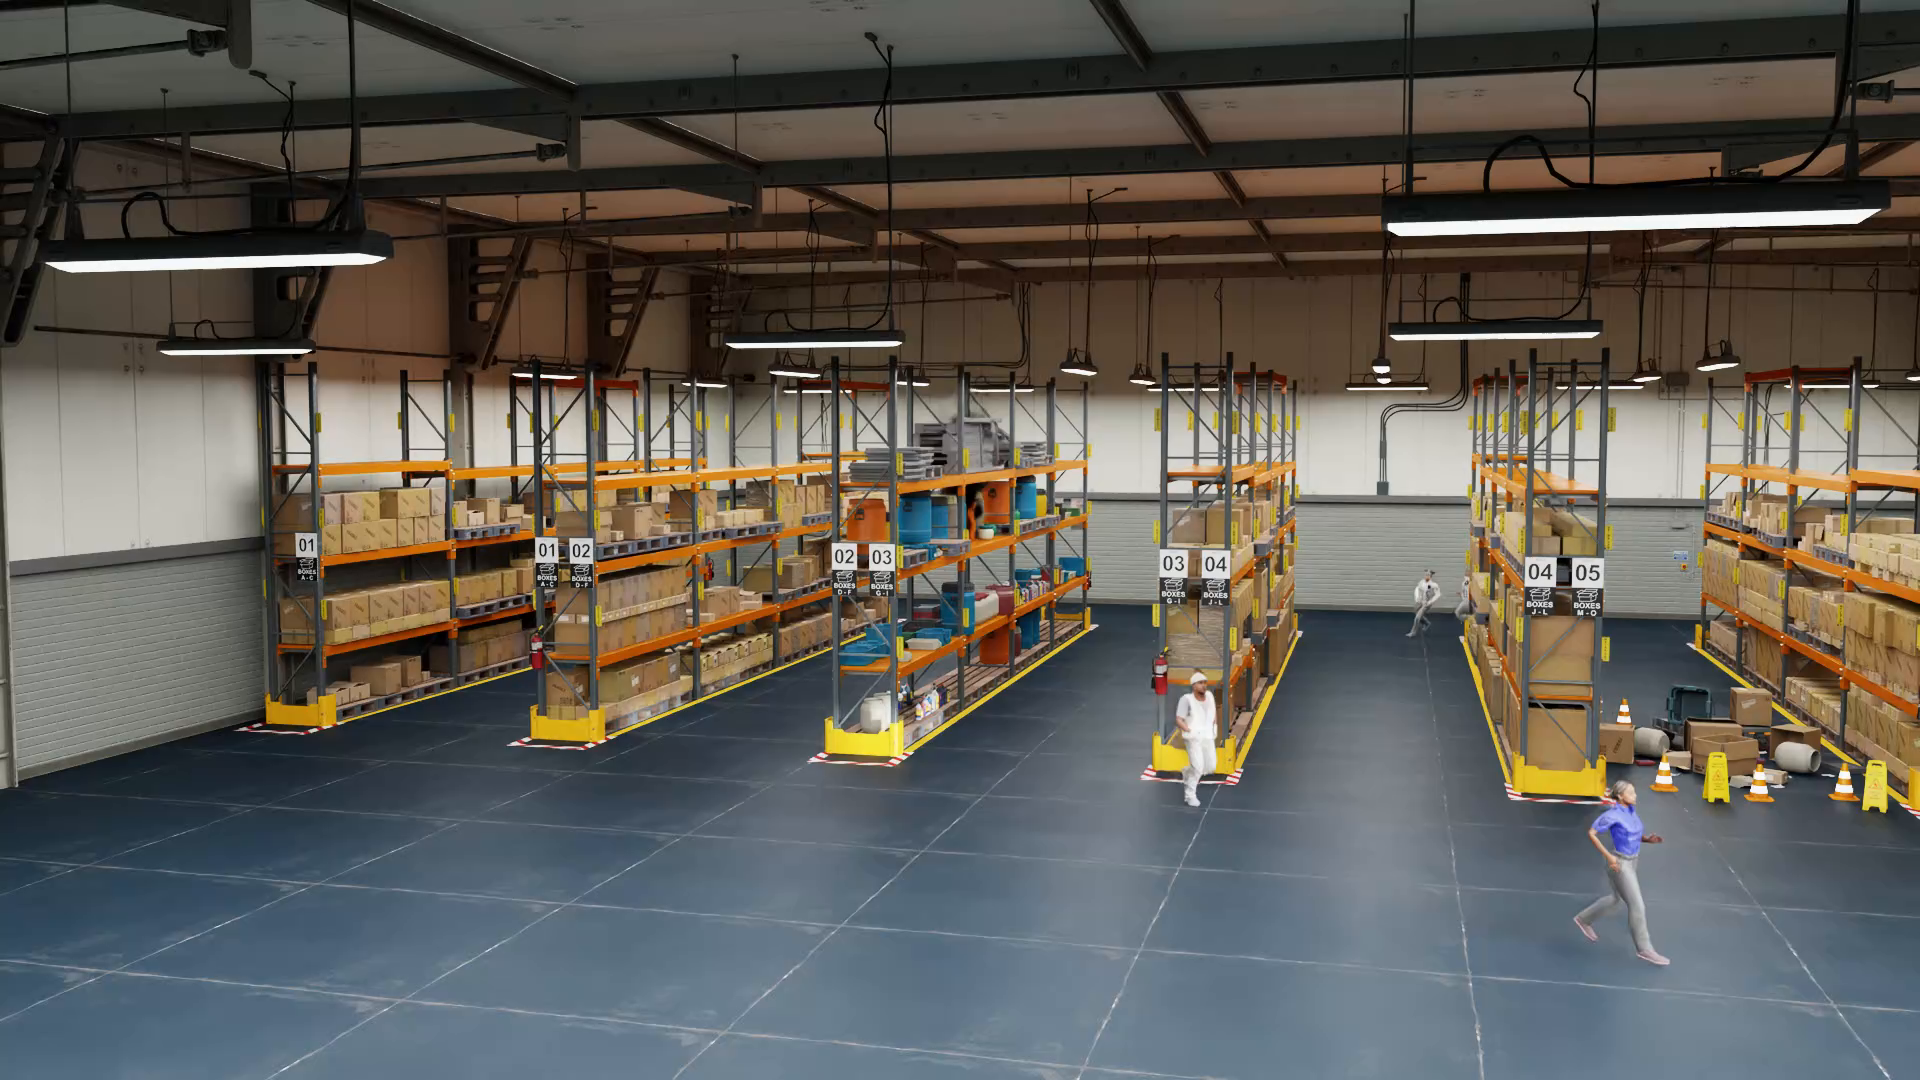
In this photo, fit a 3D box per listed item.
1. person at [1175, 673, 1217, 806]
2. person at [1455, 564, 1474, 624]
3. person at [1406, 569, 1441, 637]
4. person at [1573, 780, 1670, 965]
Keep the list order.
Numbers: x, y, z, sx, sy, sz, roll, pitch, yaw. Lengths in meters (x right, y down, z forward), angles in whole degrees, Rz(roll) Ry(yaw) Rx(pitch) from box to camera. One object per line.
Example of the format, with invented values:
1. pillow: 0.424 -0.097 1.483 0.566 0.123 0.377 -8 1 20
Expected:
1. person: 3.126 2.607 21.874 0.704 1.747 0.671 -2 5 -29
2. person: 12.034 1.411 39.306 0.639 1.691 0.808 1 4 12
3. person: 10.926 1.471 38.877 0.781 1.609 0.667 -3 5 -37
4. person: 6.189 3.061 15.553 0.941 1.644 0.575 3 5 41
